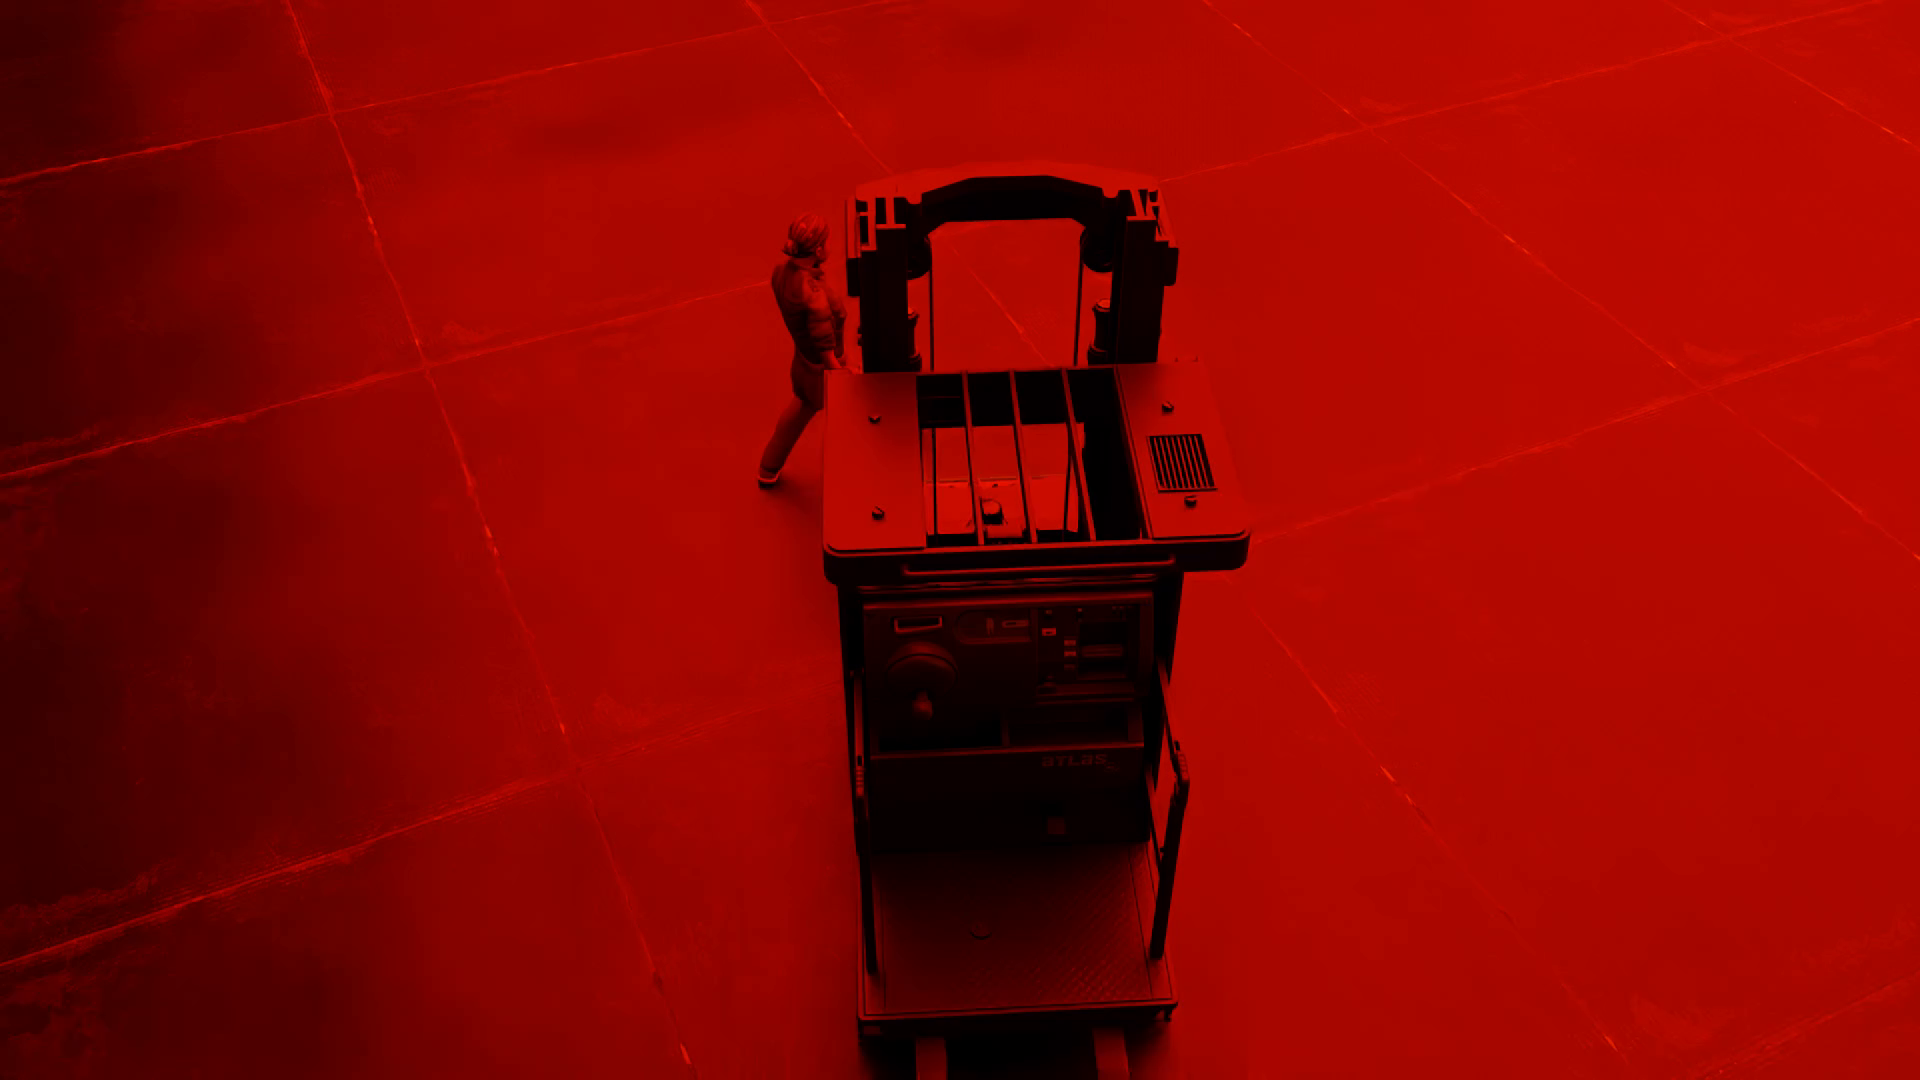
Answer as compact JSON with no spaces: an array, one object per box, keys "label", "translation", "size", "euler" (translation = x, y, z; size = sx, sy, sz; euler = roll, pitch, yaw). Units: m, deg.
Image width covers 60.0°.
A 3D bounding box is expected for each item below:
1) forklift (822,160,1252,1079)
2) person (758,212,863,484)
[{"label":"forklift","translation":[0.172,0.456,5.191],"size":[1.130,2.935,3.031],"euler":[-2,43,-3]},{"label":"person","translation":[-0.620,-0.802,7.585],"size":[0.619,1.550,0.865],"euler":[-19,46,-19]}]
